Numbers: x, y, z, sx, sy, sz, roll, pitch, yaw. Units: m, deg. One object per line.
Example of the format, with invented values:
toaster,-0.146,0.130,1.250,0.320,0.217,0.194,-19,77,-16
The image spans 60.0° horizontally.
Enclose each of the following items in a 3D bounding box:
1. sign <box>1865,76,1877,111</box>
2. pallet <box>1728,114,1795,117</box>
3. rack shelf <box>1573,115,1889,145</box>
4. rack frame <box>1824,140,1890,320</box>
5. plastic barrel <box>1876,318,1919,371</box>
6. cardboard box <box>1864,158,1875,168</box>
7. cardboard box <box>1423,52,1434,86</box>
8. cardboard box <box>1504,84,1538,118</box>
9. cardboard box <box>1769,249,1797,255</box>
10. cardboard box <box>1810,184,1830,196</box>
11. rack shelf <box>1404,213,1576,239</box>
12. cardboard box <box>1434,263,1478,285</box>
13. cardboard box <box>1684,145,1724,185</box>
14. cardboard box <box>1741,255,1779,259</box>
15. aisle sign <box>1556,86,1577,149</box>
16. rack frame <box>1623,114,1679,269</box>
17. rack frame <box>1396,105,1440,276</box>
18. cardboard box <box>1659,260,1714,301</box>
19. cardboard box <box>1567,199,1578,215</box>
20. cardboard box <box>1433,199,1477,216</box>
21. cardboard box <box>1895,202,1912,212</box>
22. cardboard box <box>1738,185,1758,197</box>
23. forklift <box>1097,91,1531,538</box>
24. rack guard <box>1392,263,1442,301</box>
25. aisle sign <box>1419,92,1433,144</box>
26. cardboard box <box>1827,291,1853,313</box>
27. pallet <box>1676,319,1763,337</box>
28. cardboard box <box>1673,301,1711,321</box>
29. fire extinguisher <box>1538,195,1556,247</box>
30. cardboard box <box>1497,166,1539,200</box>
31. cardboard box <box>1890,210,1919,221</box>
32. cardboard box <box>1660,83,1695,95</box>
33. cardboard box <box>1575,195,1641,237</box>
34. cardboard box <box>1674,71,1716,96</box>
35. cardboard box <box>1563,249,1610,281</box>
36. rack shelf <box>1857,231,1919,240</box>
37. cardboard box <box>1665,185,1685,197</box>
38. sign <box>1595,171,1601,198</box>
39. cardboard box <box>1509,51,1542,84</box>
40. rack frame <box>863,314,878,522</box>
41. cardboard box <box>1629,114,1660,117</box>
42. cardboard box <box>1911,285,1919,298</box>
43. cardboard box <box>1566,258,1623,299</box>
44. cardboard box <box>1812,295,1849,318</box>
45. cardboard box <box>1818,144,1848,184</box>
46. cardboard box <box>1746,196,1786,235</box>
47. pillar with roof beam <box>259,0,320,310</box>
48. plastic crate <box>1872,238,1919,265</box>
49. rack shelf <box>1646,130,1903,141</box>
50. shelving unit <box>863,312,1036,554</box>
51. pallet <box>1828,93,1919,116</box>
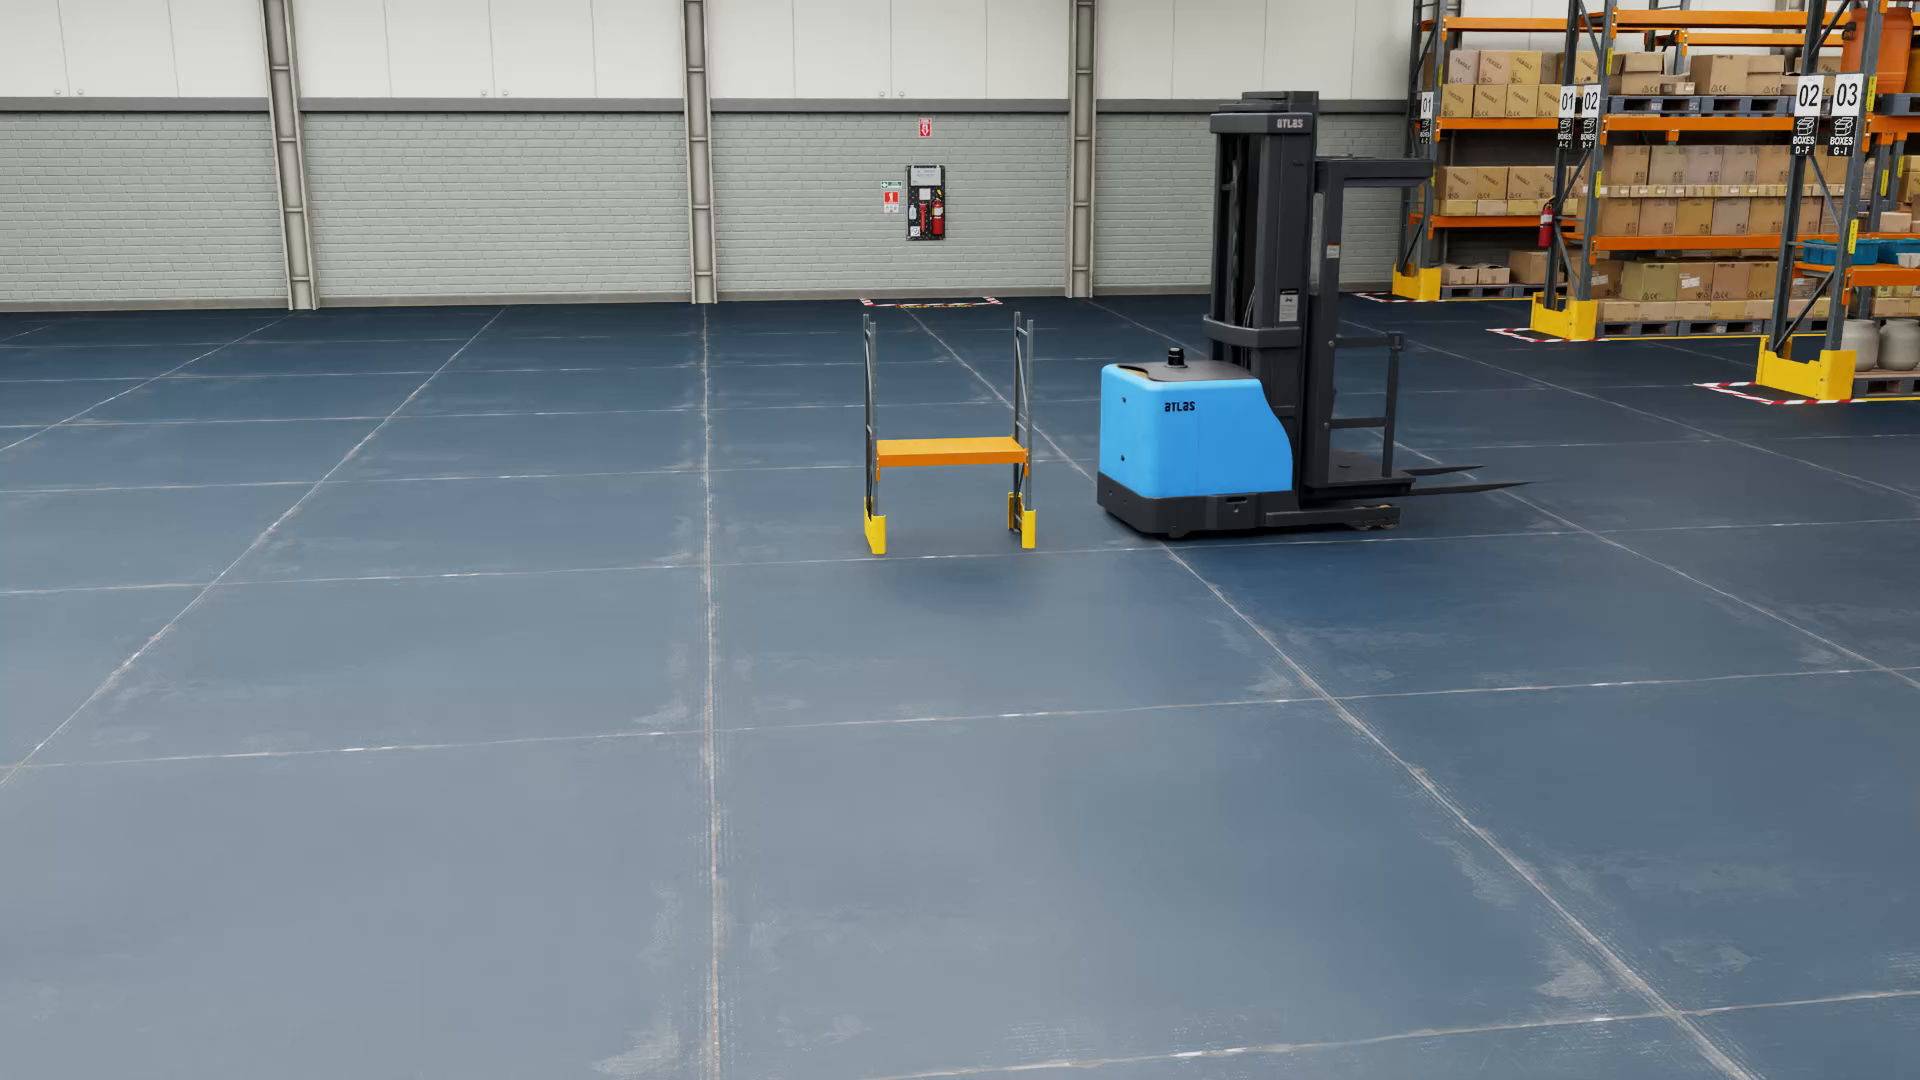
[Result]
sign,8.848,-4.332,16.144,0.005,0.325,0.100,-2,14,-8
pallet,12.901,-6.932,26.916,1.003,0.211,1.213,-2,14,-8
rack shelf,10.013,-5.375,21.801,4.000,0.370,1.077,-2,14,-8
rack frame,11.991,-4.342,22.367,0.127,3.000,1.000,-2,14,-8
plastic barrel,9.905,-2.062,17.530,0.421,0.512,0.421,0,14,0
cardboard box,14.868,-6.235,27.473,0.250,0.149,0.380,-4,15,-16
cardboard box,7.681,-7.465,26.352,0.500,0.500,0.500,-1,14,-6
cardboard box,8.711,-6.884,26.091,0.500,0.500,0.500,-1,14,-6
cardboard box,13.487,-4.625,27.731,0.500,0.500,0.700,-2,14,-9
cardboard box,11.251,-4.625,21.958,0.250,0.149,0.380,-3,14,-10
rack shelf,9.272,-5.112,26.917,4.000,0.370,1.077,-2,14,-8
cardboard box,7.992,-4.301,26.827,0.500,0.311,0.500,-4,15,-15
cardboard box,9.569,-4.929,21.837,0.500,0.500,0.700,-2,14,-8
cardboard box,10.993,-3.614,22.713,0.500,0.500,0.500,-2,14,-8
aisle sign,7.927,-5.526,21.745,0.004,0.787,0.394,-2,14,-8
rack frame,11.249,-5.533,27.118,0.127,3.000,1.000,-2,14,-8
rack frame,7.294,-5.388,26.540,0.127,3.000,1.000,-2,14,-8
cardboard box,9.586,-3.436,22.004,0.500,0.500,0.500,-2,14,-8
cardboard box,9.837,-5.342,26.623,0.500,0.250,0.500,-2,14,-9
cardboard box,7.824,-5.266,26.322,0.500,0.250,0.500,-3,14,-10
cardboard box,15.565,-5.522,27.550,0.250,0.149,0.380,-2,14,-9
cardboard box,10.236,-4.587,21.808,0.250,0.149,0.380,-2,14,-6
forklift,2.562,-1.607,11.602,3.031,2.935,1.130,-4,15,-14
rack guard,7.369,-4.178,26.855,0.348,0.500,1.175,-2,14,-8
aisle sign,7.268,-6.574,25.926,0.004,0.787,0.394,-2,14,-8
cardboard box,12.358,-3.296,22.989,0.500,0.250,0.500,-2,14,-9
pallet,9.989,-2.925,22.452,1.213,0.211,1.003,-2,14,-8
cardboard box,9.587,-3.070,22.085,0.500,0.250,0.500,-2,14,-8
fire extinguisher,7.850,-4.267,22.227,0.183,0.674,0.296,-2,14,-8
cardboard box,8.813,-5.667,26.376,0.500,0.500,0.500,-3,14,-10
cardboard box,12.833,-4.352,22.687,0.258,0.266,0.396,-2,14,-10
cardboard box,9.225,-5.802,21.388,0.250,0.149,0.380,-2,14,-8
cardboard box,8.499,-4.259,21.832,0.500,0.500,0.700,-2,14,-8
cardboard box,9.685,-6.005,21.867,0.500,0.311,0.500,0,14,-2
cardboard box,10.229,-4.487,27.180,0.500,0.500,0.500,-3,14,-13
rack shelf,13.969,-4.065,22.744,4.000,0.370,1.077,-2,14,-8
cardboard box,9.213,-4.550,21.658,0.250,0.149,0.380,-2,14,-9
sign,8.112,-4.521,21.141,0.005,0.325,0.100,-2,14,-8
cardboard box,8.720,-7.369,25.971,0.500,0.500,0.500,-2,14,-7
rack frame,-0.587,-0.706,10.954,0.032,1.500,0.500,-2,14,-8
cardboard box,10.784,-6.968,26.428,0.500,0.500,0.500,-2,14,-7
cardboard box,12.933,-3.456,22.471,0.500,0.311,0.500,-2,14,-9
cardboard box,8.522,-3.521,22.345,0.500,0.500,0.500,-2,14,-8
cardboard box,11.565,-3.142,22.374,0.500,0.250,0.500,-2,14,-8
cardboard box,11.553,-5.002,22.127,0.500,0.500,0.700,-2,14,-8
cardboard box,10.536,-4.335,22.134,0.500,0.500,0.700,-2,14,-7
pillar with roof beam,-9.300,-6.844,20.011,0.400,9.000,9.100,-2,14,-8
plastic crate,9.863,-3.045,17.504,0.408,0.251,0.499,-2,14,-8
rack shelf,13.227,-6.712,27.130,4.000,0.370,1.077,-2,14,-8
shelving unit,-0.075,-0.725,11.028,1.083,1.500,0.587,-2,14,-8
pallet,9.603,-4.375,16.722,1.213,0.211,1.003,-2,14,-8
